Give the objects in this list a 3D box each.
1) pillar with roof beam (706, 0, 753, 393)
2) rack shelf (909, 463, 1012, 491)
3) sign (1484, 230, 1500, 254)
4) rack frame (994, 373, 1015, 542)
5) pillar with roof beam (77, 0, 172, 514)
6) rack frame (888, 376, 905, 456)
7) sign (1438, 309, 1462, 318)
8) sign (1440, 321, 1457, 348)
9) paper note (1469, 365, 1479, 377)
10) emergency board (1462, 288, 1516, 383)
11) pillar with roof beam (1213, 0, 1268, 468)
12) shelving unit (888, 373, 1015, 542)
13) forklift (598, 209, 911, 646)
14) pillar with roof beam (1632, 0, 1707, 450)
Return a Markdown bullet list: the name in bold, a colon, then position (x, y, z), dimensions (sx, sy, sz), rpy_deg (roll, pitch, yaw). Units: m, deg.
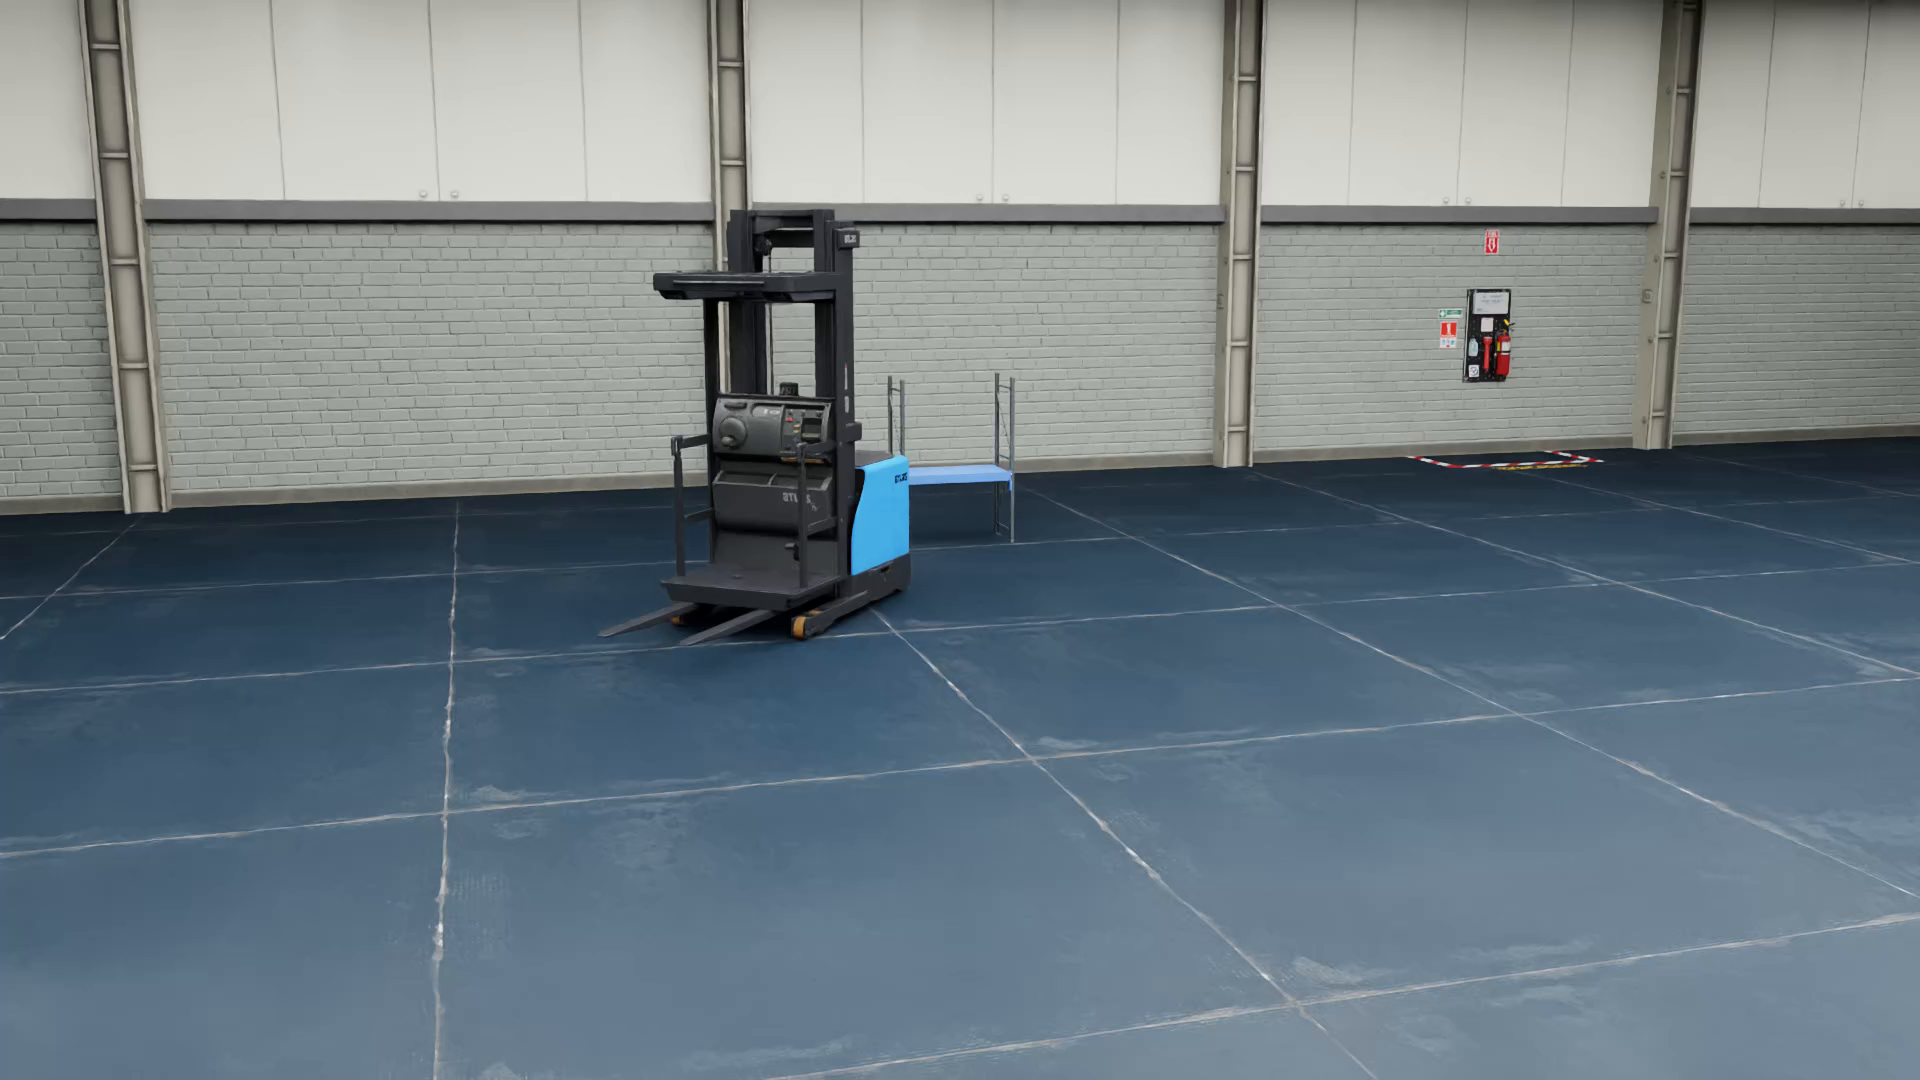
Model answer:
- **pillar with roof beam**: position (-1.257, -4.276, 13.621), dimensions (0.400, 9.000, 9.100), rpy_deg (-3, 11, -16)
- **rack shelf**: position (-0.082, -0.556, 15.123), dimensions (1.000, 0.185, 0.538), rpy_deg (-3, 11, -16)
- **sign**: position (6.643, -3.719, 20.767), dimensions (0.199, 0.298, 0.001), rpy_deg (-3, 11, -16)
- **rack frame**: position (0.406, -0.759, 15.230), dimensions (0.032, 1.500, 0.500), rpy_deg (-3, 11, -16)
- **pillar with roof beam**: position (-7.017, -3.972, 11.972), dimensions (0.400, 9.000, 9.100), rpy_deg (-3, 11, -16)
- **rack frame**: position (-0.570, -0.708, 14.951), dimensions (0.032, 1.500, 0.500), rpy_deg (-3, 11, -16)
- **sign**: position (6.126, -2.829, 20.772), dimensions (0.331, 0.109, 0.001), rpy_deg (-3, 11, -16)
- **sign**: position (6.119, -2.570, 20.827), dimensions (0.234, 0.329, 0.001), rpy_deg (-3, 11, -16)
- **paper note**: position (6.489, -2.132, 20.981), dimensions (0.142, 0.148, 0.016), rpy_deg (-3, 11, -16)
- **emergency board**: position (6.679, -2.563, 20.885), dimensions (0.643, 1.169, 0.194), rpy_deg (-3, 11, -16)
- **pillar with roof beam**: position (4.504, -4.579, 15.270), dimensions (0.400, 9.000, 9.100), rpy_deg (-3, 11, -16)
- **shelving unit**: position (-0.082, -0.733, 15.091), dimensions (1.048, 1.500, 0.538), rpy_deg (-3, 11, -16)
- **forklift**: position (-1.429, -0.837, 11.702), dimensions (1.130, 2.935, 3.031), rpy_deg (4, 11, 23)
- **pillar with roof beam**: position (10.265, -4.883, 16.920), dimensions (0.400, 9.000, 9.100), rpy_deg (-3, 11, -16)
